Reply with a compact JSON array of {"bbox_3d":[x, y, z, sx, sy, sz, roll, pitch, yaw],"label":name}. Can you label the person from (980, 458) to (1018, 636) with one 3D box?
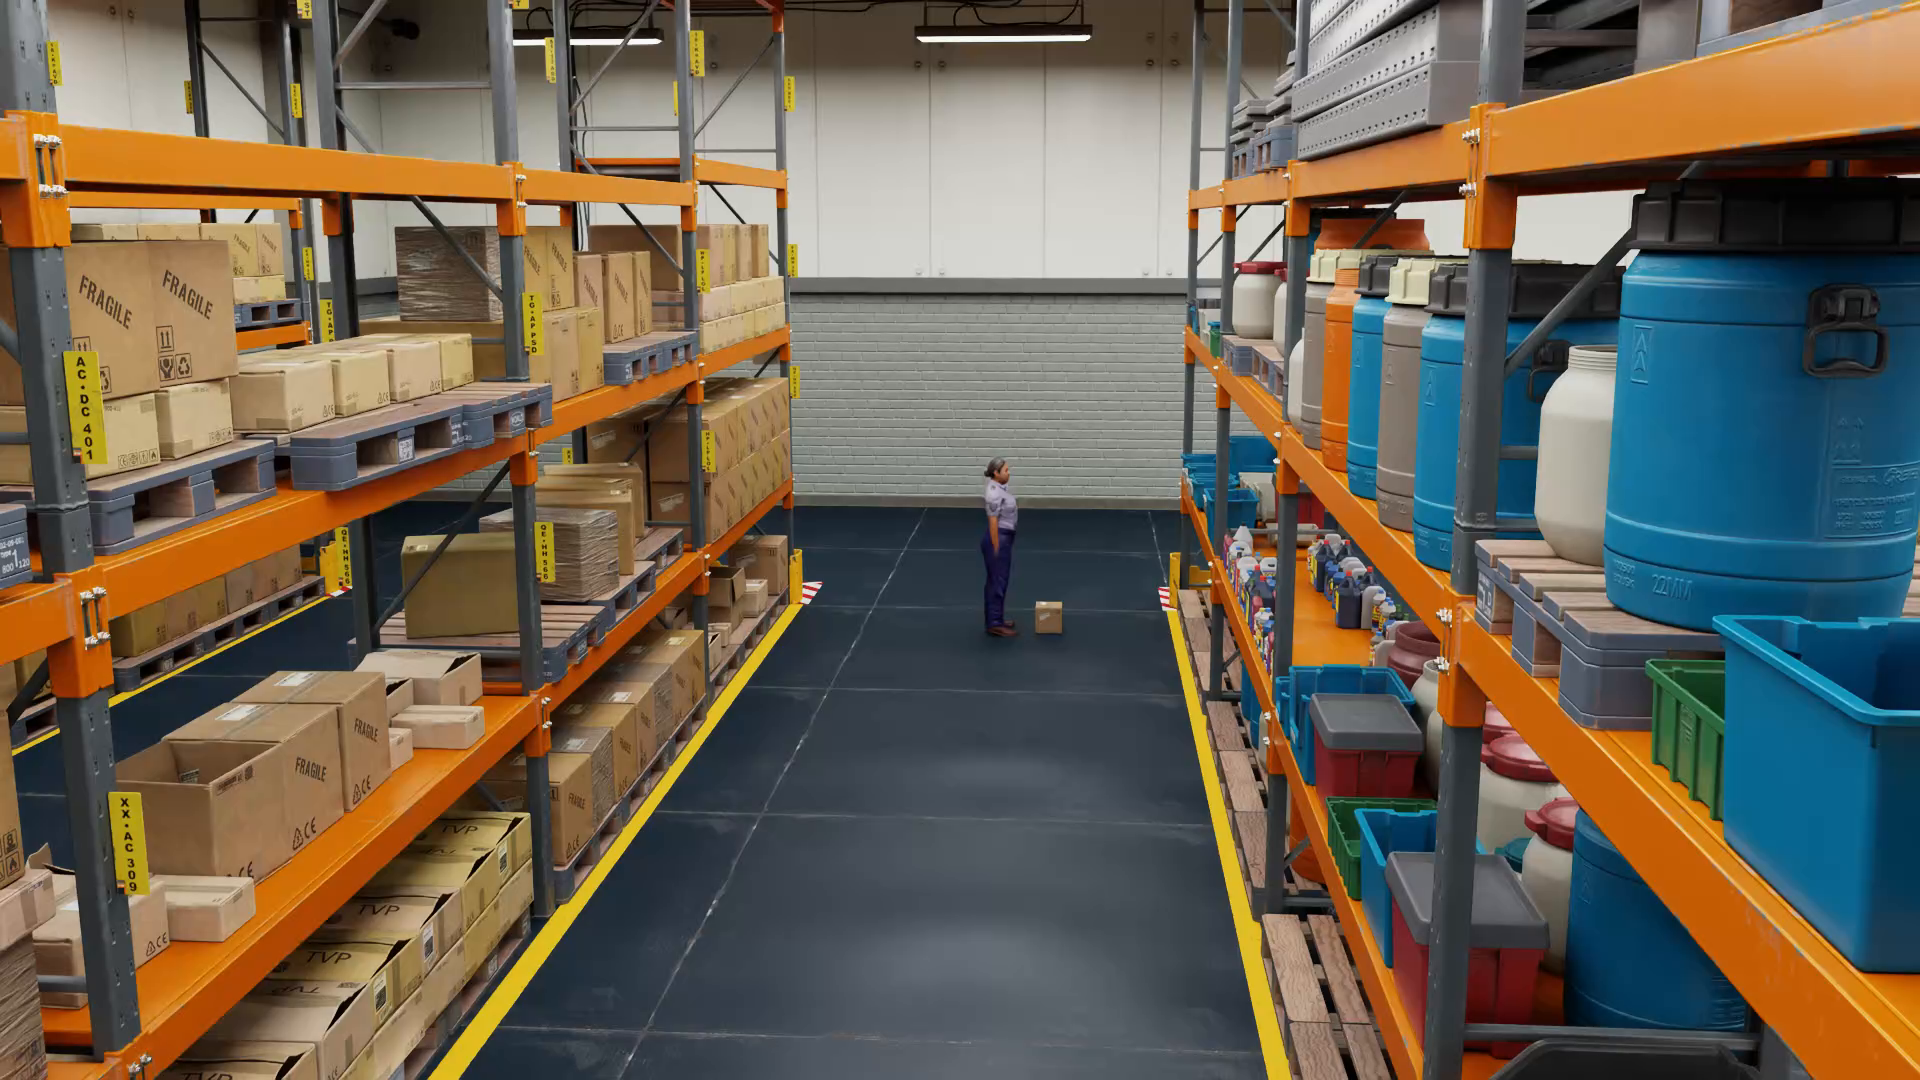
[{"bbox_3d":[0.381,0.051,15.711,0.367,1.663,0.493,1,11,5],"label":"person"}]
